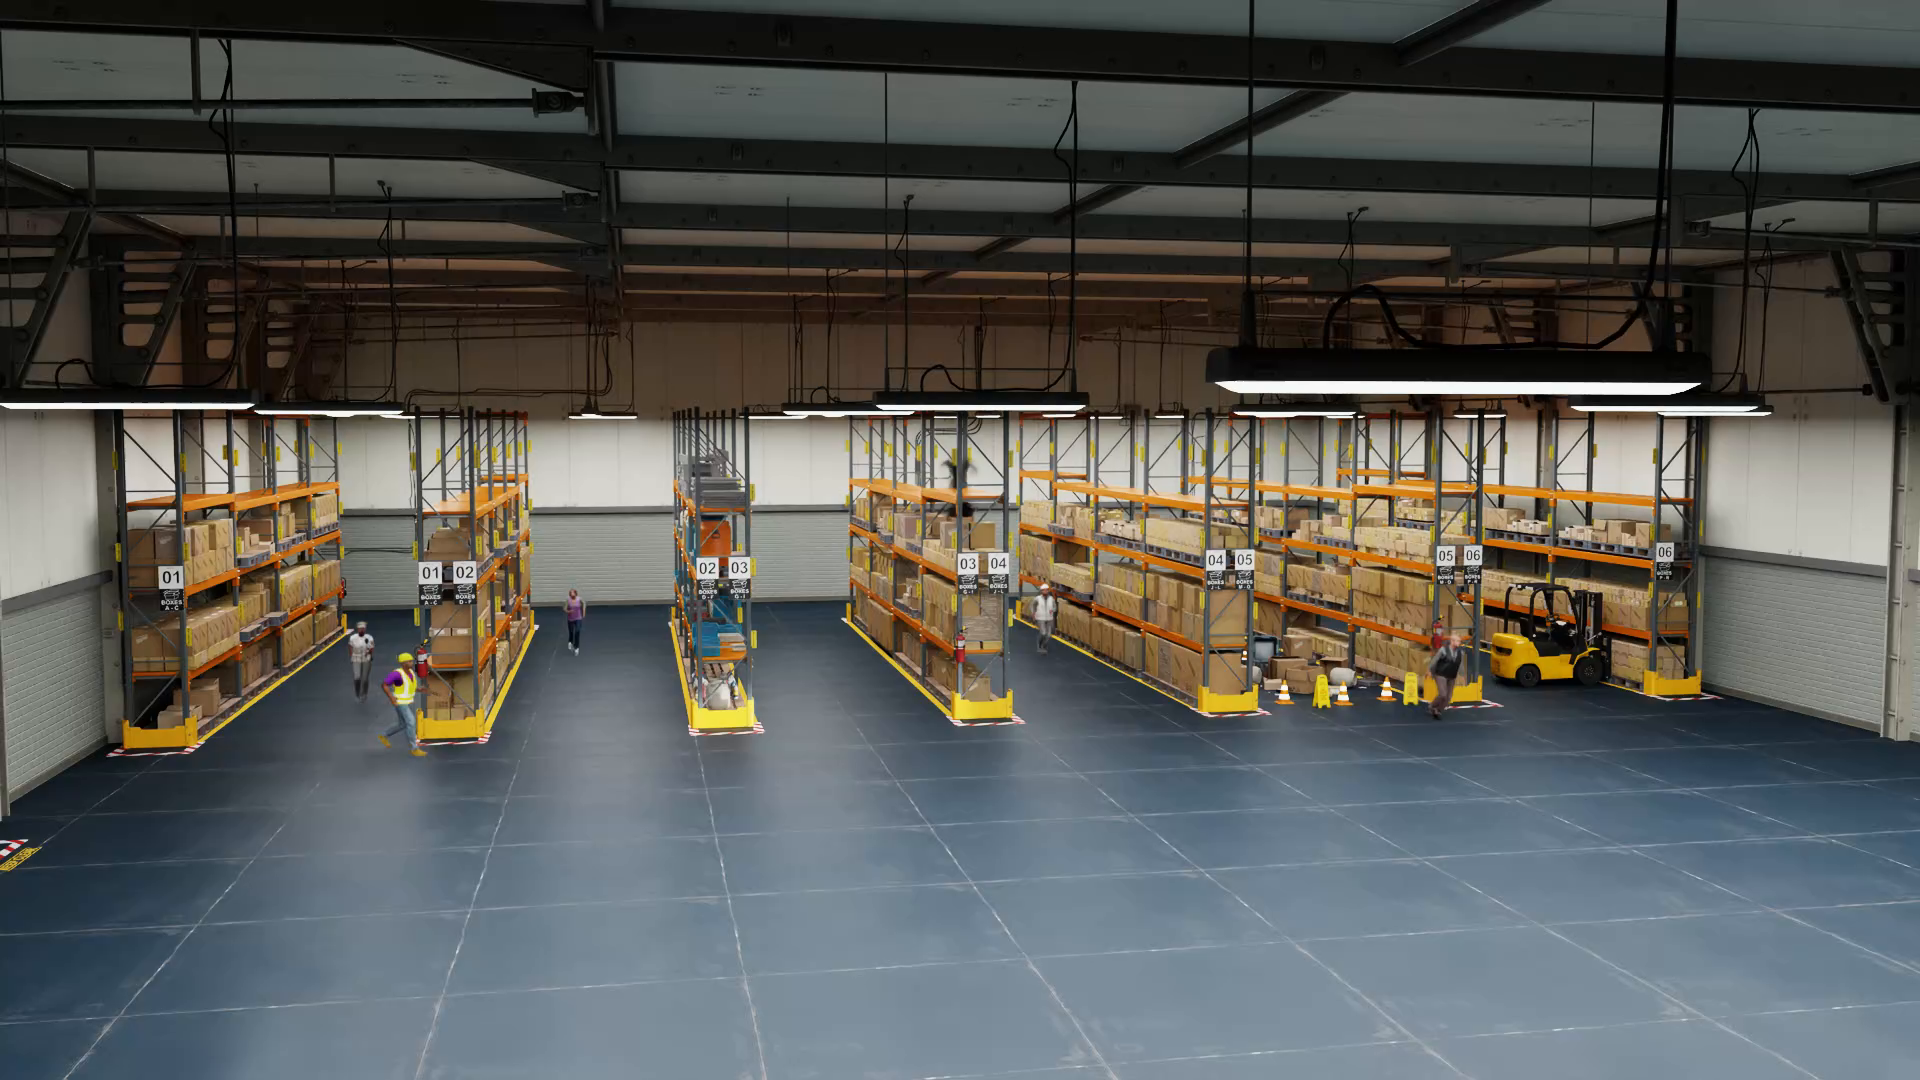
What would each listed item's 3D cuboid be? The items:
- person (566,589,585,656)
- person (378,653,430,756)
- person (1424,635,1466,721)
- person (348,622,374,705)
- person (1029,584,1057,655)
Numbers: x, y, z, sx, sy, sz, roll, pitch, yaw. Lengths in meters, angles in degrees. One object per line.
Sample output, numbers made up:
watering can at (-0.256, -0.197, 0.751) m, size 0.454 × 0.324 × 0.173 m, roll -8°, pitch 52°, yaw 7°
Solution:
person at (-9.532, 1.999, 41.142) m, size 0.509 × 1.615 × 0.886 m, roll -1°, pitch 4°, yaw -12°
person at (-9.624, 2.816, 28.592) m, size 0.963 × 1.762 × 0.676 m, roll 1°, pitch 4°, yaw 10°
person at (9.290, 2.632, 31.798) m, size 0.667 × 1.677 × 0.563 m, roll -2°, pitch 4°, yaw -23°
person at (-12.172, 2.495, 33.829) m, size 0.497 × 1.708 × 0.801 m, roll -2°, pitch 4°, yaw -21°
person at (2.069, 1.943, 40.710) m, size 0.636 × 1.731 × 0.601 m, roll -1°, pitch 4°, yaw -15°
